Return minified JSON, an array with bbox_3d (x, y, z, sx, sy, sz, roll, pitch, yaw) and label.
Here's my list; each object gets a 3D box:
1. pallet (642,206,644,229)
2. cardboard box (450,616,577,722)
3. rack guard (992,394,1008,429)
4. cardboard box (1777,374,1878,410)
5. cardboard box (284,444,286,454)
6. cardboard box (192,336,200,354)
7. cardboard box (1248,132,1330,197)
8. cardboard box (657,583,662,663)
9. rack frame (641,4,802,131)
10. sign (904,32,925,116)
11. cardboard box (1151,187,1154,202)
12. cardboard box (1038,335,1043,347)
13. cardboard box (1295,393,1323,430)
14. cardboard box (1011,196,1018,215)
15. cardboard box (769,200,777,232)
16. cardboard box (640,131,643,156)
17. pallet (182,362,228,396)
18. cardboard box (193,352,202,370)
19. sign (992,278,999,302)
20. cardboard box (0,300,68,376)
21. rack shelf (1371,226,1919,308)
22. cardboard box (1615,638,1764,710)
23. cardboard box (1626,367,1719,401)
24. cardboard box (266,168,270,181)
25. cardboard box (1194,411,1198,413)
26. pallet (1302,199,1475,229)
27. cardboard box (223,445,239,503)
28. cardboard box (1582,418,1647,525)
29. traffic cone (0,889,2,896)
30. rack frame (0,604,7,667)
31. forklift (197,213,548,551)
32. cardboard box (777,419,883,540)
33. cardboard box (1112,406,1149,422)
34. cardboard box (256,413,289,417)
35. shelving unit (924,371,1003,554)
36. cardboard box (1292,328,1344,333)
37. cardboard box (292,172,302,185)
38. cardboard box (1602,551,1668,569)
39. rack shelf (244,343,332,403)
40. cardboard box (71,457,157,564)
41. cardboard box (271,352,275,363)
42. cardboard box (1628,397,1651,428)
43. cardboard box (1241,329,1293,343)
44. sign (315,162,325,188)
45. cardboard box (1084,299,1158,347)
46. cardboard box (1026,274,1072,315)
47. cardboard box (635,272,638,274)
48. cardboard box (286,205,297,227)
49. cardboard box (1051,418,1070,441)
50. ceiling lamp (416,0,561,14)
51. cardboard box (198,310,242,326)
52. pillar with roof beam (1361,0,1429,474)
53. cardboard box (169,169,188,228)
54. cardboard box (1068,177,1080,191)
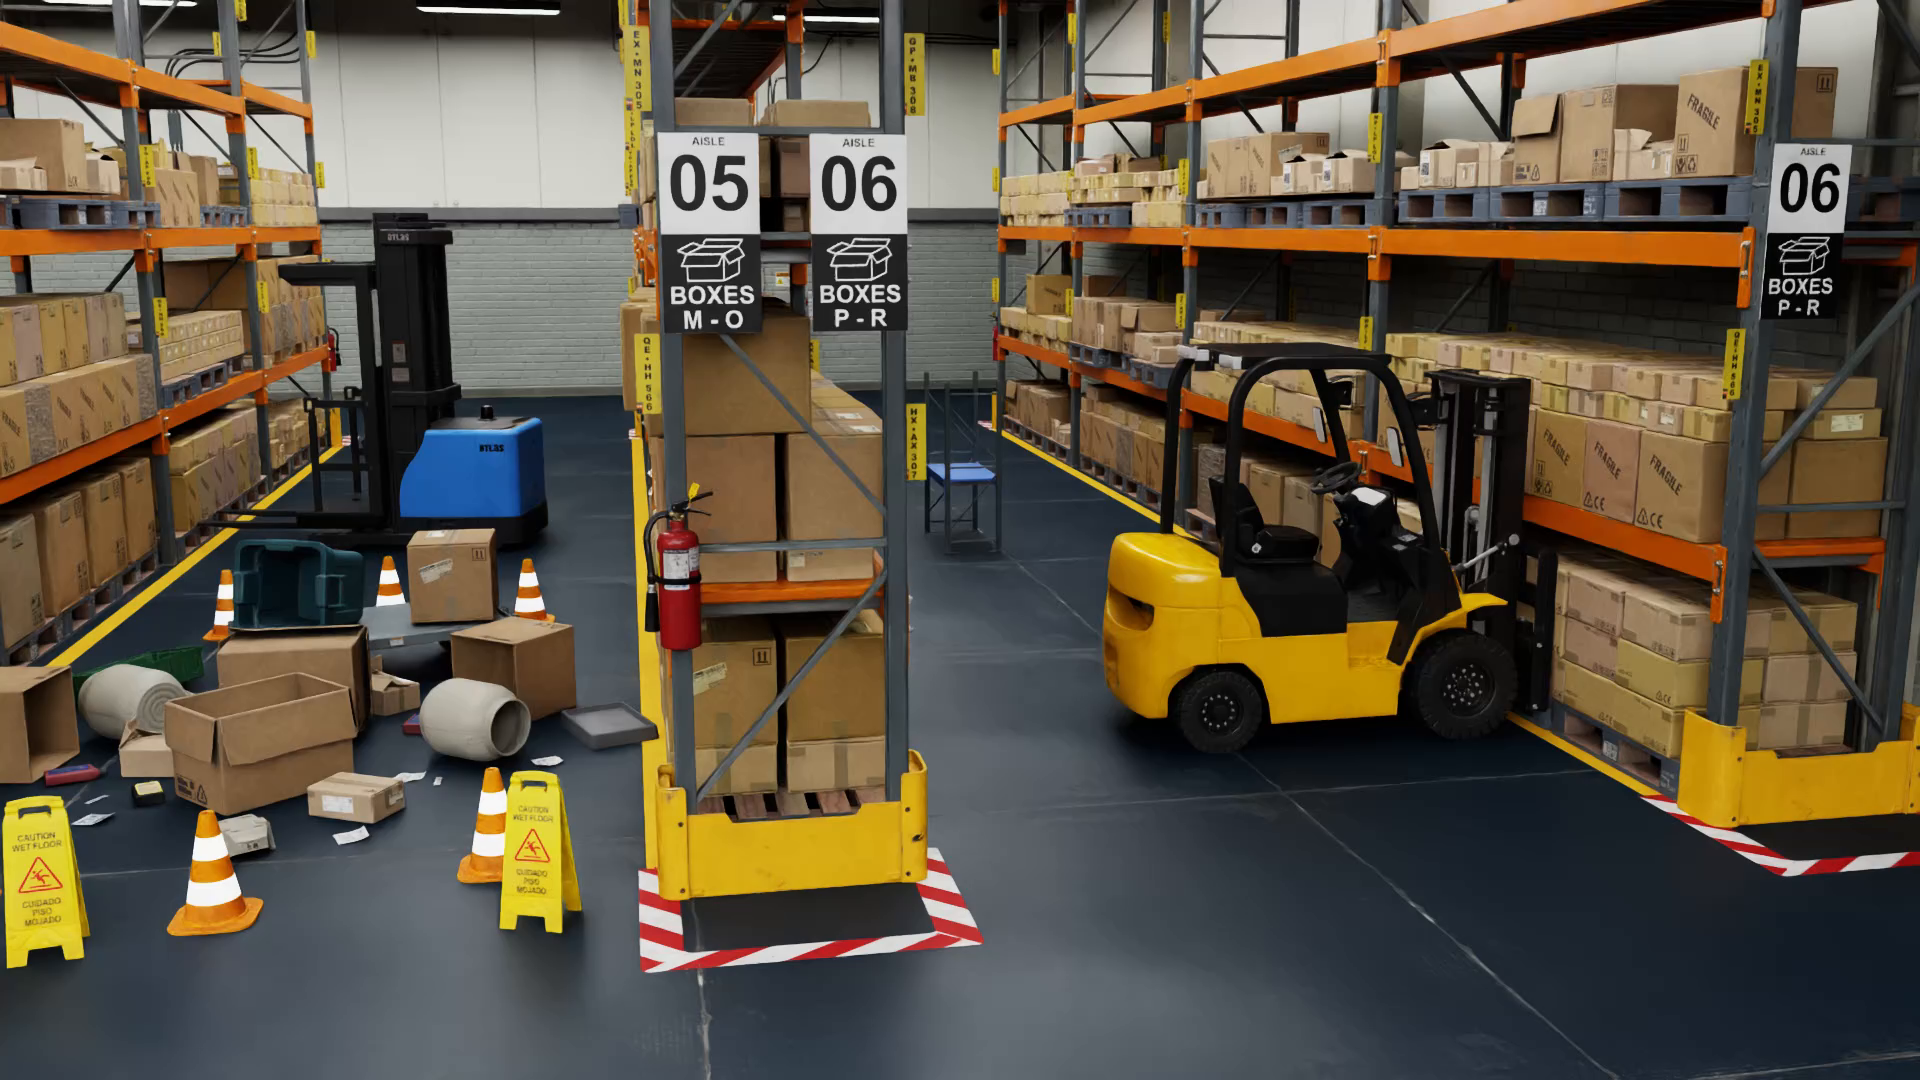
[{"bbox_3d":[-1.724,-2.392,12.222,1.213,0.211,1.003,-2,11,-11],"label":"pallet"},{"bbox_3d":[-2.630,0.769,9.812,0.500,0.500,0.500,6,12,28],"label":"cardboard box"},{"bbox_3d":[1.046,-1.844,23.547,1.175,0.500,0.348,-2,11,-11],"label":"rack guard"},{"bbox_3d":[4.287,-0.734,8.235,0.380,0.149,0.250,-2,11,-12],"label":"cardboard box"},{"bbox_3d":[-7.987,-1.042,19.150,0.380,0.149,0.250,-3,11,-13],"label":"cardboard box"},{"bbox_3d":[-7.266,-1.800,15.383,0.380,0.149,0.250,-2,11,-12],"label":"cardboard box"},{"bbox_3d":[2.687,-3.068,13.614,0.500,0.500,0.500,-2,11,-10],"label":"cardboard box"},{"bbox_3d":[-1.439,0.383,9.385,0.500,0.500,0.500,-2,11,-8],"label":"cardboard box"},{"bbox_3d":[-1.503,-3.651,10.310,1.000,3.000,0.127,-2,11,-11],"label":"rack frame"},{"bbox_3d":[-0.193,-1.893,6.758,0.100,0.325,0.005,-2,11,-11],"label":"sign"},{"bbox_3d":[2.134,-3.459,16.662,0.380,0.149,0.250,-2,11,-11],"label":"cardboard box"},{"bbox_3d":[1.217,-2.562,21.305,0.380,0.149,0.250,-2,11,-11],"label":"cardboard box"},{"bbox_3d":[2.907,-0.986,12.756,0.500,0.250,0.500,-2,11,-11],"label":"cardboard box"},{"bbox_3d":[0.968,-4.448,22.126,0.500,0.250,0.500,-2,11,-10],"label":"cardboard box"},{"bbox_3d":[-0.700,-1.532,7.873,0.380,0.149,0.250,-2,11,-11],"label":"cardboard box"},{"bbox_3d":[-1.616,-2.231,9.414,0.380,0.149,0.250,-2,11,-11],"label":"cardboard box"},{"bbox_3d":[-7.542,-1.506,15.600,1.003,0.211,1.213,-2,11,-11],"label":"pallet"},{"bbox_3d":[-7.266,-1.654,15.414,0.380,0.149,0.250,-2,11,-10],"label":"cardboard box"},{"bbox_3d":[0.499,-3.491,23.201,0.100,0.325,0.005,-2,11,-11],"label":"sign"},{"bbox_3d":[-6.738,-1.416,11.671,0.700,0.500,0.500,-2,11,-12],"label":"cardboard box"},{"bbox_3d":[3.754,-1.638,9.683,1.077,0.370,4.000,-2,11,-11],"label":"rack shelf"},{"bbox_3d":[3.742,0.670,8.549,0.500,0.250,0.500,-2,11,-12],"label":"cardboard box"},{"bbox_3d":[3.711,-0.814,8.654,0.380,0.149,0.250,-2,11,-10],"label":"cardboard box"},{"bbox_3d":[-7.915,-4.067,18.517,0.380,0.149,0.250,-2,11,-13],"label":"cardboard box"},{"bbox_3d":[2.476,-1.309,17.877,0.380,0.149,0.250,-3,11,-13],"label":"cardboard box"},{"bbox_3d":[3.181,-2.426,12.408,0.805,0.209,1.217,-3,11,-13],"label":"pallet"},{"bbox_3d":[-7.309,-0.636,16.077,0.500,0.500,0.500,-2,11,-12],"label":"cardboard box"},{"bbox_3d":[3.698,-0.377,8.885,0.500,0.500,0.500,-2,11,-9],"label":"cardboard box"},{"bbox_3d":[-4.272,1.326,6.994,0.336,0.463,0.334,-2,11,-11],"label":"traffic cone"},{"bbox_3d":[-6.339,-0.505,9.828,1.000,3.000,0.127,-2,11,-11],"label":"rack frame"},{"bbox_3d":[-5.368,-1.432,14.882,3.031,2.935,1.130,0,11,0],"label":"forklift"},{"bbox_3d":[-0.545,-0.262,7.489,0.500,0.500,0.500,-2,11,-12],"label":"cardboard box"},{"bbox_3d":[1.887,-1.382,18.262,0.380,0.149,0.250,-2,11,-11],"label":"cardboard box"},{"bbox_3d":[-8.028,-1.382,19.346,0.380,0.149,0.250,-3,11,-13],"label":"cardboard box"},{"bbox_3d":[0.017,-0.721,14.974,0.538,1.500,1.048,-2,11,-11],"label":"shelving unit"},{"bbox_3d":[3.090,-1.747,14.351,0.380,0.149,0.250,-2,11,-11],"label":"cardboard box"},{"bbox_3d":[-8.160,-4.357,20.039,0.380,0.149,0.250,-2,11,-10],"label":"cardboard box"},{"bbox_3d":[4.048,0.223,9.557,0.500,0.250,0.500,-2,11,-11],"label":"cardboard box"},{"bbox_3d":[-8.284,-1.986,19.531,1.077,0.370,4.000,-2,11,-11],"label":"rack shelf"},{"bbox_3d":[-7.087,-0.225,13.249,1.050,0.750,0.750,-2,11,-12],"label":"cardboard box"},{"bbox_3d":[-7.903,-2.054,18.640,0.380,0.149,0.250,-3,11,-14],"label":"cardboard box"},{"bbox_3d":[3.731,-0.668,8.681,0.380,0.149,0.250,-2,11,-10],"label":"cardboard box"},{"bbox_3d":[2.630,-1.729,14.258,0.380,0.149,0.250,-2,11,-10],"label":"cardboard box"},{"bbox_3d":[-8.125,-4.631,21.115,0.100,0.325,0.005,-2,11,-11],"label":"sign"},{"bbox_3d":[1.784,-2.416,18.475,0.700,0.500,0.500,-2,11,-10],"label":"cardboard box"},{"bbox_3d":[1.147,-3.158,21.368,0.500,0.500,0.500,-2,11,-10],"label":"cardboard box"},{"bbox_3d":[-3.422,-2.788,18.879,0.500,0.500,0.500,-2,11,-11],"label":"cardboard box"},{"bbox_3d":[-8.013,-3.750,19.258,0.500,0.250,0.500,-2,11,-8],"label":"cardboard box"},{"bbox_3d":[1.343,-1.372,20.573,0.396,0.266,0.258,-2,11,-9],"label":"cardboard box"},{"bbox_3d":[-6.737,-9.123,23.451,2.000,3.185,0.800,-2,11,-11],"label":"ceiling lamp"},{"bbox_3d":[-7.625,-2.281,17.116,0.380,0.149,0.250,-2,11,-8],"label":"cardboard box"},{"bbox_3d":[-0.498,-4.203,13.210,9.100,9.000,0.400,-2,11,-11],"label":"pillar with roof beam"},{"bbox_3d":[-7.071,-2.967,14.474,0.500,0.500,0.500,-2,11,-11],"label":"cardboard box"},{"bbox_3d":[1.437,-4.033,18.827,0.380,0.149,0.250,-2,11,-9],"label":"cardboard box"}]
